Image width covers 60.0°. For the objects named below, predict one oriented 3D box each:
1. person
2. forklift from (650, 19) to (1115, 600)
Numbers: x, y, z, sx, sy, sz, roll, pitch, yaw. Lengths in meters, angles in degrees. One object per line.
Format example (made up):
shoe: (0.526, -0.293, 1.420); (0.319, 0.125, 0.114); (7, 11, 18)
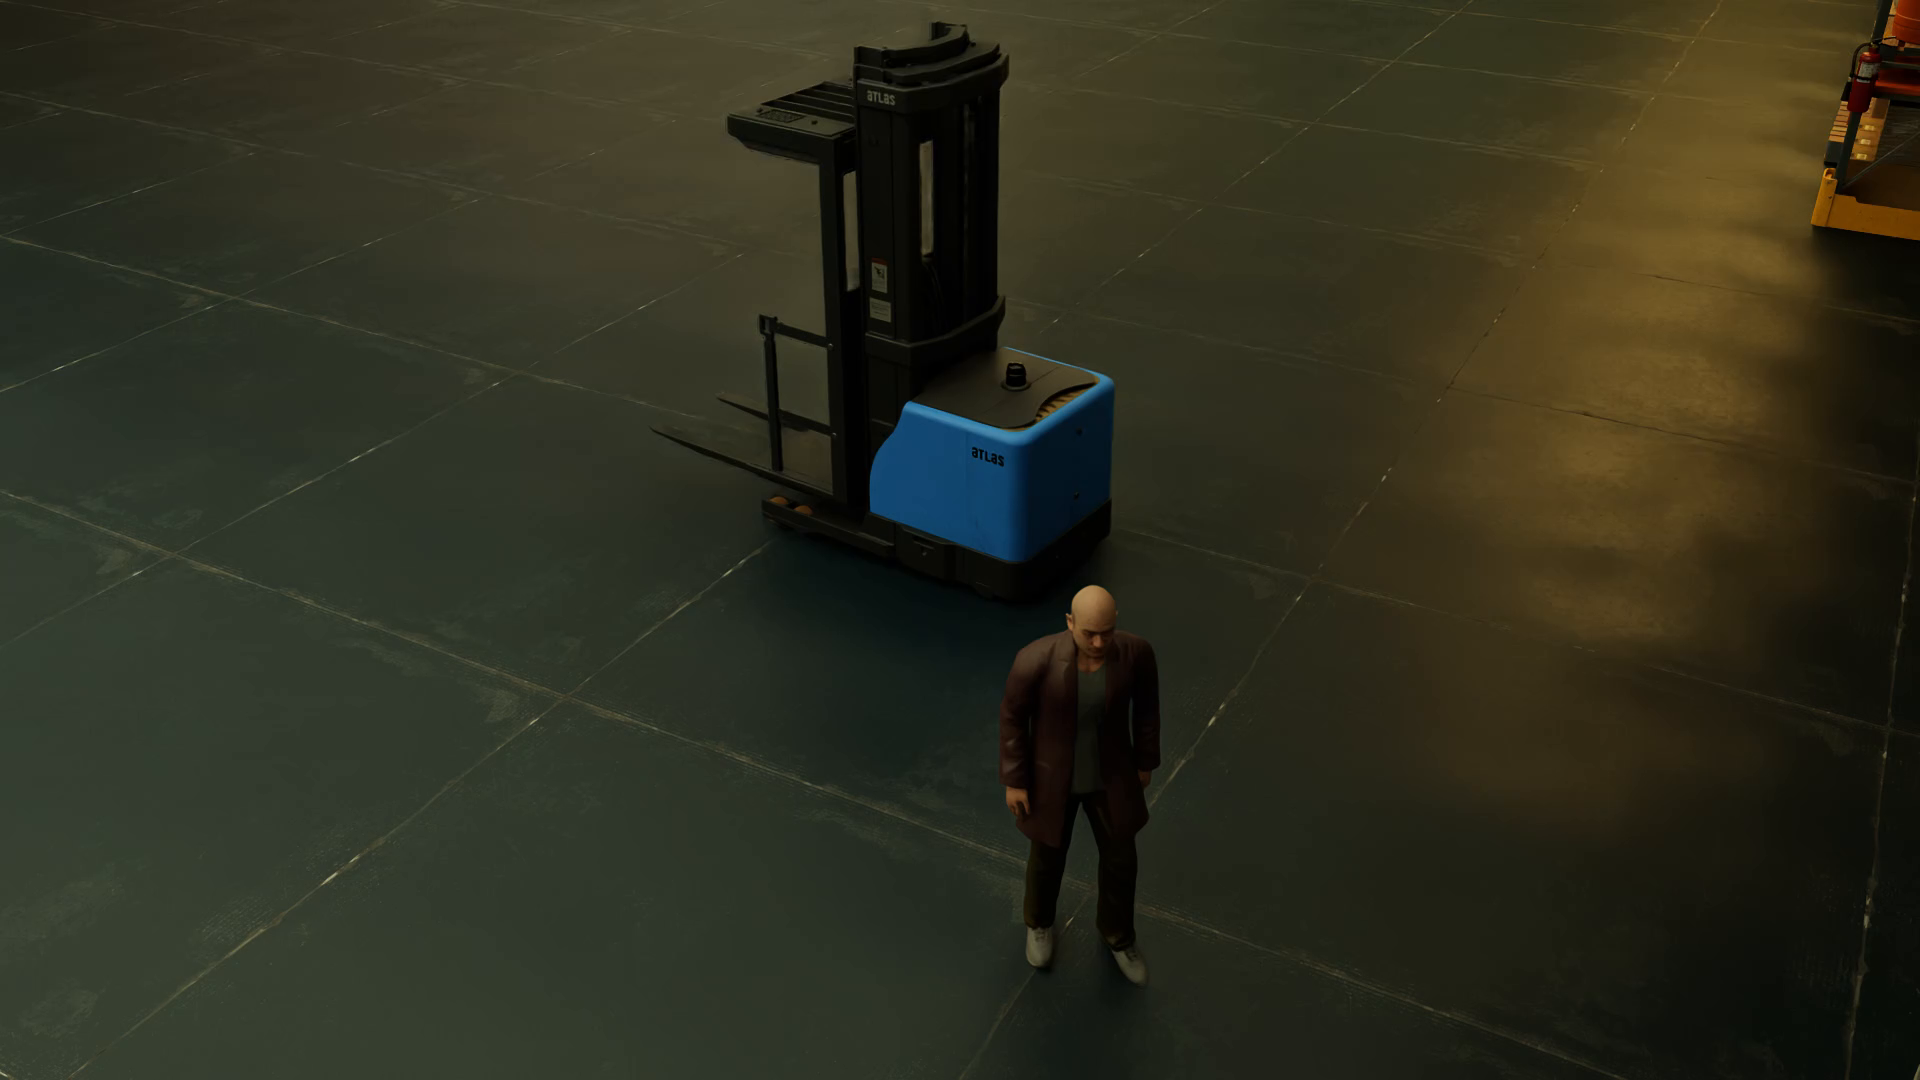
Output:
person: (0.483, 0.970, 6.577); (0.660, 1.791, 0.492); (-3, 30, -6)
forklift: (-0.594, -1.504, 9.676); (3.031, 2.935, 1.130); (20, 35, 30)
